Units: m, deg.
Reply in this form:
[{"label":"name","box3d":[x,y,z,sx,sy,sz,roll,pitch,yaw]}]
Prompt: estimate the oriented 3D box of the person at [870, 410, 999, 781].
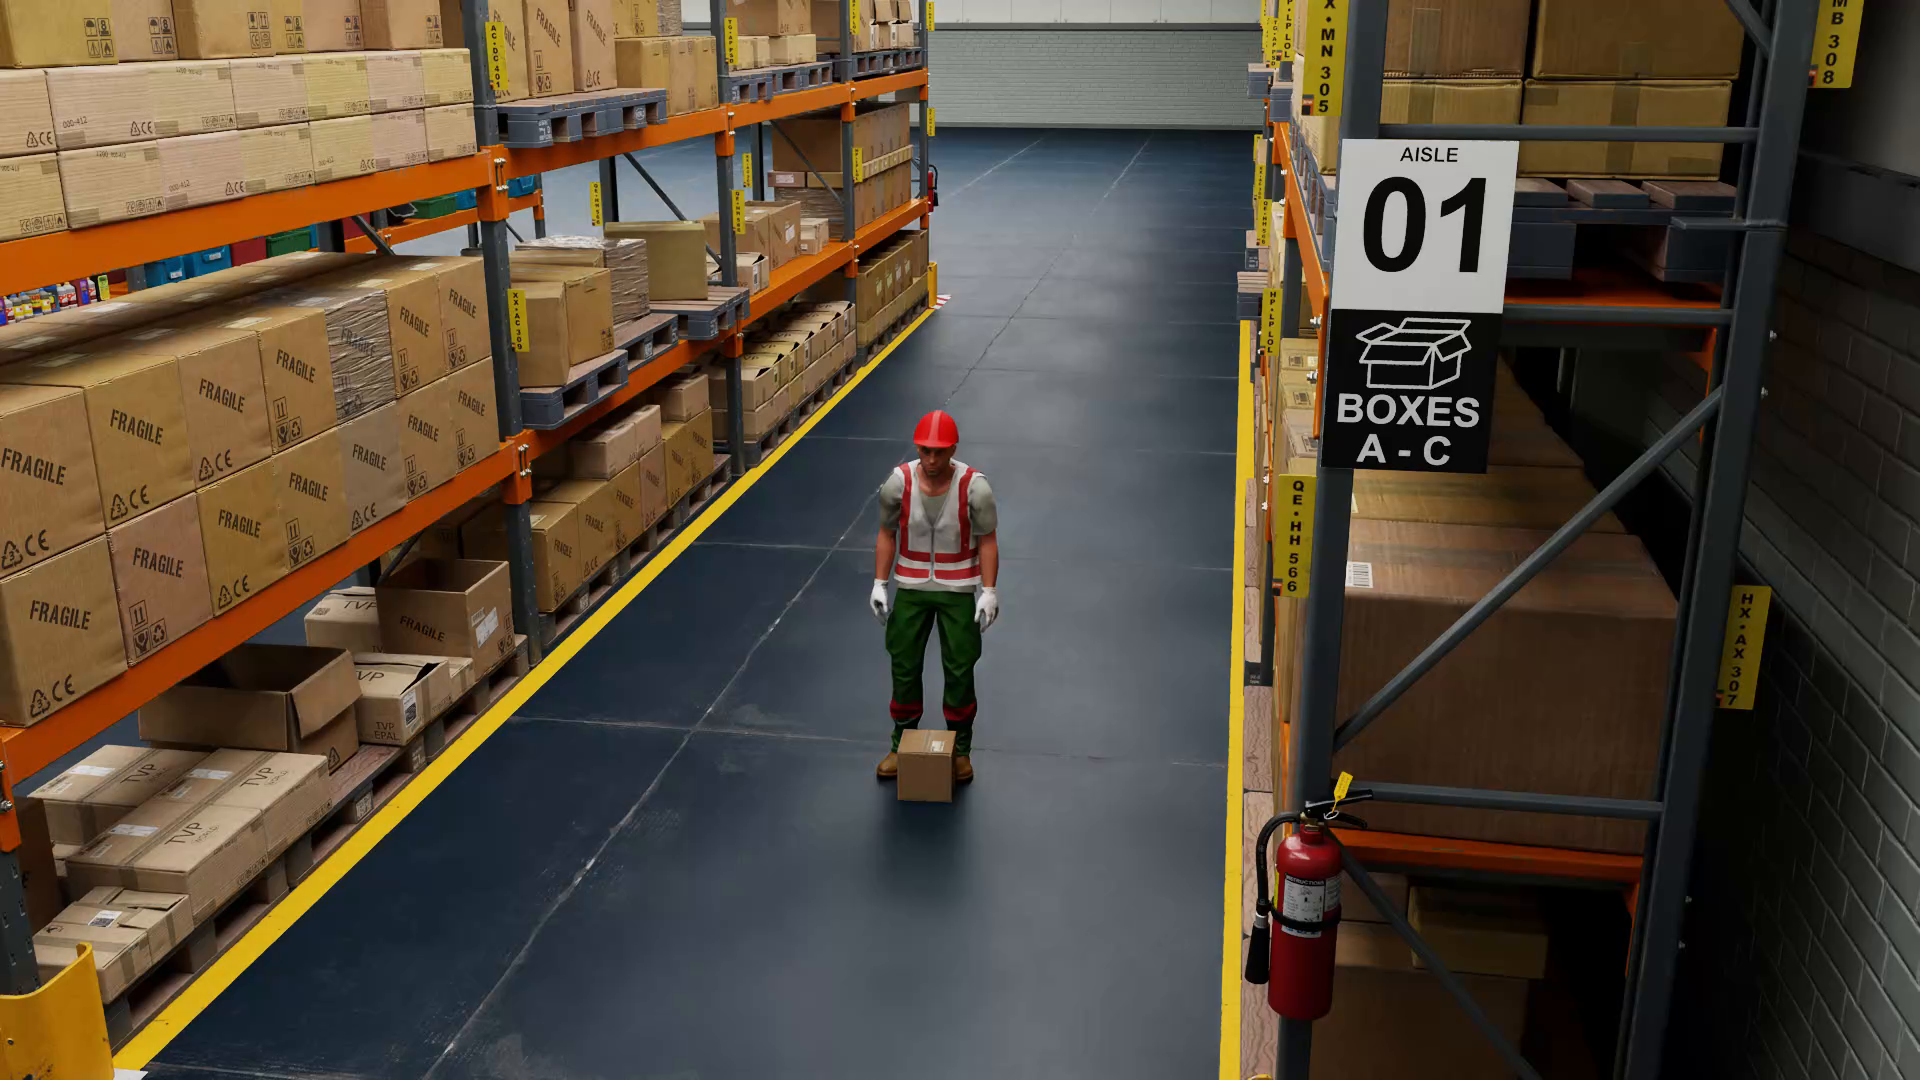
[{"label":"person","box3d":[-0.120,0.255,7.731,0.606,1.778,0.452,3,18,9]}]
